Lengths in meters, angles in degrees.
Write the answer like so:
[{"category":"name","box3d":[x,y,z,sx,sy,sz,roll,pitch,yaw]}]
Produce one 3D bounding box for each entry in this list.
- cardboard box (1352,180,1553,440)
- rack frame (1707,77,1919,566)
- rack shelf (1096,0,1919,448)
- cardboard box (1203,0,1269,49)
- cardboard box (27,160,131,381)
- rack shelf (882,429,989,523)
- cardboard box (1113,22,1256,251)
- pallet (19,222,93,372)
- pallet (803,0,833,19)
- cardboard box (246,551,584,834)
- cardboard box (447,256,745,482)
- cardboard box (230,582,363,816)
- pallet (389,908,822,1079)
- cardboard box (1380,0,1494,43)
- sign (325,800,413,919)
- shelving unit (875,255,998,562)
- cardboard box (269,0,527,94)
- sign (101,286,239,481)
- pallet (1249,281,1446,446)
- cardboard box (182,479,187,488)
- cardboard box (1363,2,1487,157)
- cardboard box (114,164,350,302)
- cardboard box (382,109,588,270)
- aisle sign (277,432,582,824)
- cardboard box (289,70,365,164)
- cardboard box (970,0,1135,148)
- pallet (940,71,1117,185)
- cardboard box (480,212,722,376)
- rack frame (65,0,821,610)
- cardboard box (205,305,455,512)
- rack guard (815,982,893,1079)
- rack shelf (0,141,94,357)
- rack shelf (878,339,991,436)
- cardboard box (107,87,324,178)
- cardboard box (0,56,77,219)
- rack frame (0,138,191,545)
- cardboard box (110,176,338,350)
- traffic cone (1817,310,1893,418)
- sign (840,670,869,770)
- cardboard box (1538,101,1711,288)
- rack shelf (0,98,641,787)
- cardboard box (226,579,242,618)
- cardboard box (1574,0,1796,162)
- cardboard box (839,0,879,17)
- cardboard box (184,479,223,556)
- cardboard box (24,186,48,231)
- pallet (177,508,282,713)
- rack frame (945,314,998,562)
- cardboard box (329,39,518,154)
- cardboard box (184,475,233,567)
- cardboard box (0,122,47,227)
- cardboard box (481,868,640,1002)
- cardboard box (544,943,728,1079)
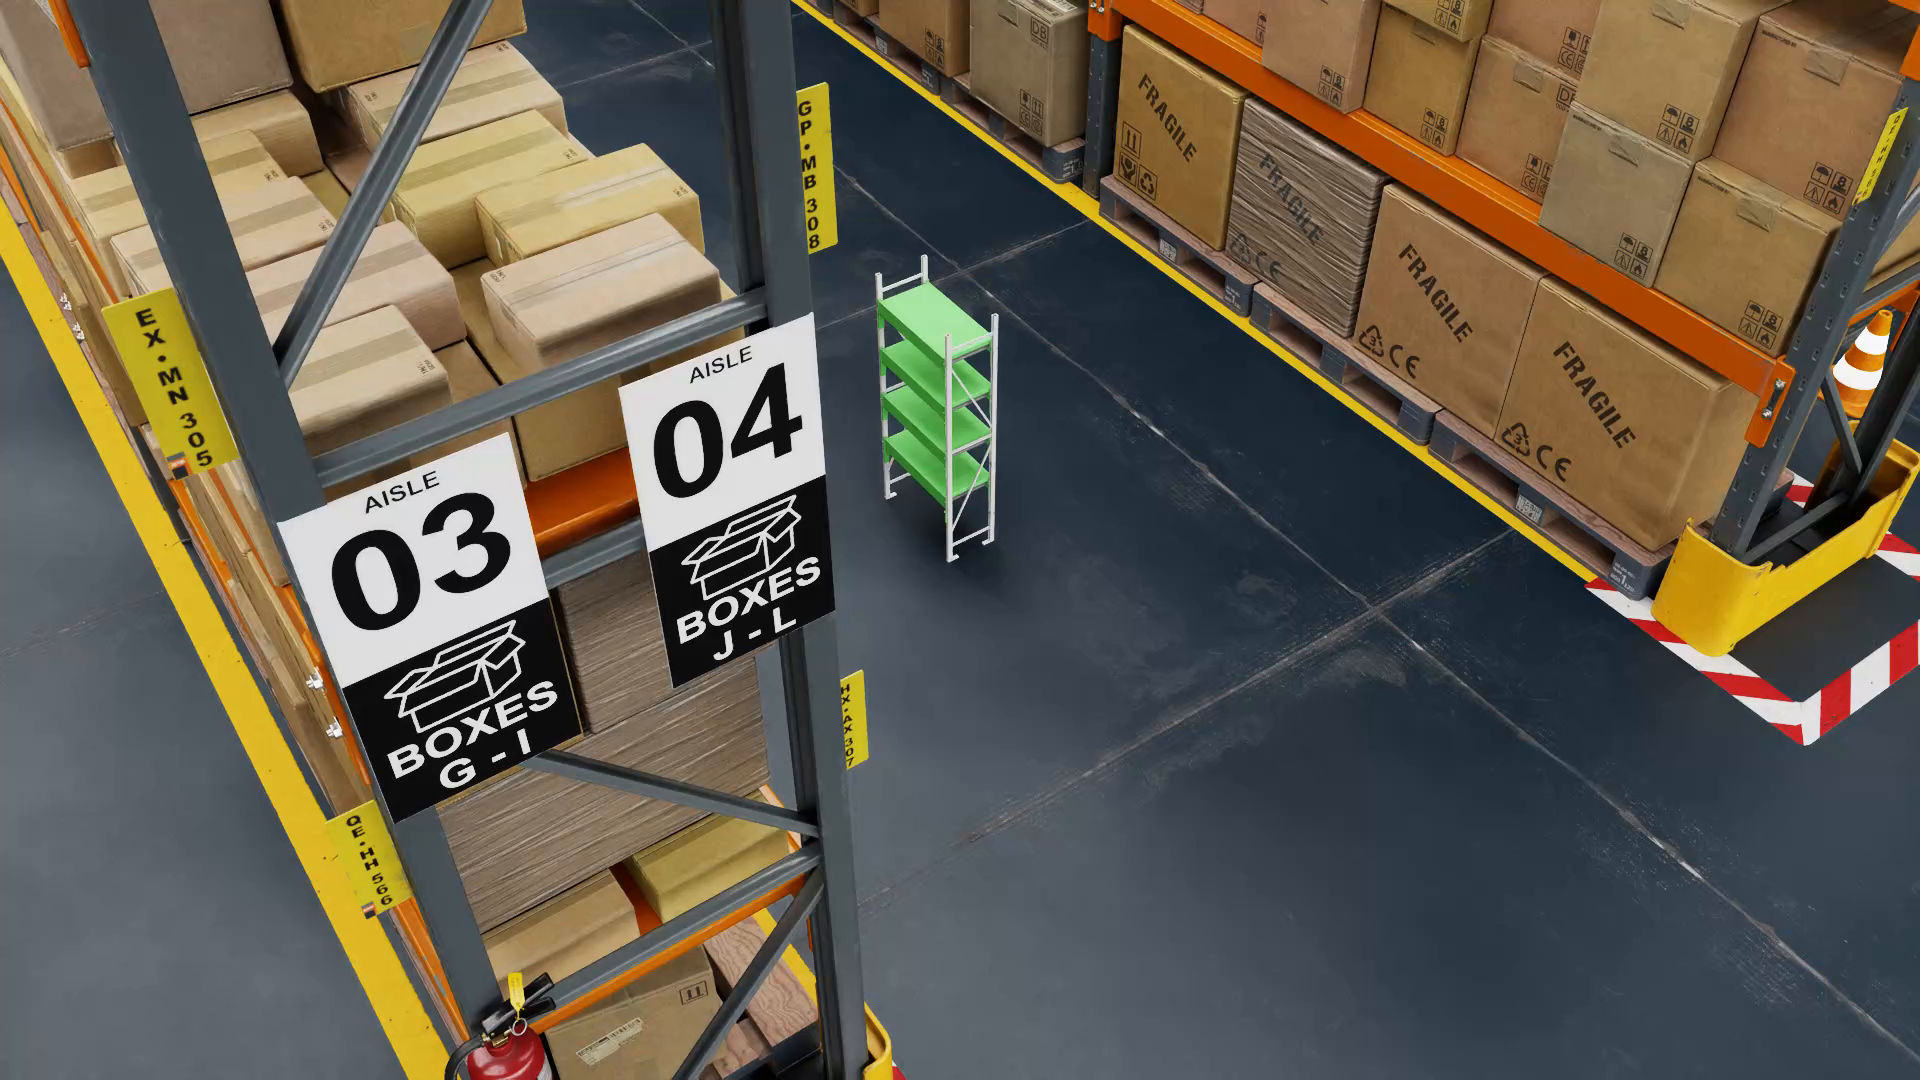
[{"category":"cardboard box","box3d":[2.465,-1.173,7.532,0.875,0.875,0.875,-26,50,-25]},{"category":"rack frame","box3d":[3.413,-0.934,6.047,1.000,3.000,0.127,-26,49,-24]},{"category":"rack shelf","box3d":[2.269,-1.807,7.482,1.077,0.370,4.000,-26,49,-24]},{"category":"cardboard box","box3d":[1.678,-2.747,7.837,0.875,0.550,0.550,-26,49,-24]},{"category":"cardboard box","box3d":[-2.380,-0.882,4.980,0.500,0.500,0.500,-26,49,-24]},{"category":"rack shelf","box3d":[-0.095,-0.308,7.135,0.258,0.148,0.480,-26,49,-24]},{"category":"cardboard box","box3d":[1.427,-2.199,8.607,0.875,0.875,0.875,-25,49,-24]},{"category":"pallet","box3d":[-4.150,-1.421,8.576,1.003,0.211,1.213,-26,49,-24]},{"category":"pallet","box3d":[-0.775,-3.980,11.257,1.003,0.211,1.213,-26,49,-24]},{"category":"cardboard box","box3d":[-1.231,0.249,3.796,0.500,0.500,0.500,-26,49,-24]},{"category":"cardboard box","box3d":[-0.777,-0.438,3.463,0.500,0.250,0.500,-24,49,-23]},{"category":"cardboard box","box3d":[-1.390,0.266,4.502,0.875,0.500,0.500,-26,49,-24]},{"category":"pallet","box3d":[-1.193,1.460,5.559,1.003,0.211,1.213,-26,49,-24]},{"category":"cardboard box","box3d":[2.223,-2.499,6.796,0.875,0.550,0.500,-26,49,-24]},{"category":"sign","box3d":[-1.180,0.643,3.328,0.100,0.325,0.005,-26,49,-24]},{"category":"shelving unit","box3d":[-0.095,-0.528,6.925,0.258,1.200,0.503,-26,49,-24]},{"category":"cardboard box","box3d":[-1.341,-1.389,3.701,0.500,0.500,0.500,-26,49,-25]},{"category":"sign","box3d":[-1.180,-0.229,2.495,0.100,0.325,0.005,-26,49,-24]},{"category":"pallet","box3d":[2.197,-1.038,8.175,1.003,0.211,1.213,-26,49,-24]},{"category":"cardboard box","box3d":[-2.390,-0.268,5.531,0.380,0.149,0.250,-26,49,-24]},{"category":"cardboard box","box3d":[2.276,-2.134,7.195,0.875,0.550,0.500,-26,49,-24]},{"category":"cardboard box","box3d":[-1.485,-0.517,3.547,0.500,0.250,0.500,-25,49,-24]},{"category":"cardboard box","box3d":[-0.996,-0.734,3.485,0.380,0.149,0.250,-27,50,-25]},{"category":"aisle sign","box3d":[-0.924,0.181,2.996,0.394,0.787,0.004,-26,49,-24]},{"category":"cardboard box","box3d":[-1.357,-1.009,4.062,0.500,0.250,0.500,-26,49,-25]},{"category":"cardboard box","box3d":[0.695,-2.854,9.383,1.050,0.750,0.750,-26,49,-25]},{"category":"pallet","box3d":[0.621,-2.598,9.810,1.003,0.211,1.213,-26,49,-24]},{"category":"cardboard box","box3d":[-0.681,-0.454,3.192,0.380,0.149,0.250,-26,49,-25]},{"category":"rack frame","box3d":[-0.713,-1.202,1.983,1.000,3.000,0.127,-26,49,-24]},{"category":"cardboard box","box3d":[-1.128,-0.241,2.969,0.380,0.149,0.250,-26,49,-24]},{"category":"rack guard","box3d":[-0.757,1.829,4.963,1.175,0.500,0.348,-26,49,-24]},{"category":"rack shelf","box3d":[-4.146,-2.170,7.863,1.077,0.370,4.000,-26,49,-24]},{"category":"rack shelf","box3d":[-0.095,-0.655,6.803,0.258,0.148,0.480,-26,49,-24]},{"category":"cardboard box","box3d":[-1.630,-0.868,3.626,0.380,0.149,0.250,-25,49,-24]},{"category":"cardboard box","box3d":[-2.064,-1.093,4.150,0.500,0.250,0.500,-27,50,-25]},{"category":"rack frame","box3d":[-3.002,-1.297,6.428,1.000,3.000,0.127,-26,49,-24]},{"category":"cardboard box","box3d":[-1.427,-0.546,3.288,0.380,0.149,0.250,-28,50,-26]},{"category":"traffic cone","box3d":[4.274,-0.878,7.826,0.336,0.463,0.334,-26,49,-24]},{"category":"sign","box3d":[-0.268,0.441,3.980,0.100,0.325,0.005,-26,49,-24]},{"category":"cardboard box","box3d":[2.831,-1.483,6.514,0.875,0.550,0.550,-26,49,-24]},{"category":"rack shelf","box3d":[-1.857,-0.989,4.454,1.077,0.370,4.000,-26,49,-24]},{"category":"cardboard box","box3d":[-1.990,0.171,5.071,0.380,0.149,0.250,-26,49,-24]},{"category":"cardboard box","box3d":[2.842,-1.879,6.147,0.875,0.550,0.550,-26,49,-24]},{"category":"cardboard box","box3d":[-0.386,-3.929,10.509,1.050,0.750,0.750,-25,49,-24]},{"category":"cardboard box","box3d":[-1.917,-0.322,5.118,0.875,0.500,0.500,-26,49,-24]},{"category":"cardboard box","box3d":[-2.795,-1.162,5.998,0.875,0.500,0.500,-26,49,-24]},{"category":"pallet","box3d":[-2.588,0.078,7.007,1.003,0.211,1.213,-26,49,-24]},{"category":"rack frame","box3d":[0.045,-0.390,6.780,0.240,1.200,0.015,-26,49,-24]},{"category":"cardboard box","box3d":[-1.229,-1.055,3.822,0.380,0.149,0.250,-26,49,-25]},{"category":"cardboard box","box3d":[-1.805,-0.316,4.388,0.500,0.500,0.500,-26,49,-24]},{"category":"cardboard box","box3d":[-2.953,-1.447,5.573,0.500,0.500,0.500,-26,49,-24]},{"category":"cardboard box","box3d":[-1.046,0.979,4.225,0.380,0.149,0.250,-26,49,-24]},{"category":"cardboard box","box3d":[-1.057,1.360,5.150,0.500,0.500,0.500,-17,46,-17]}]
